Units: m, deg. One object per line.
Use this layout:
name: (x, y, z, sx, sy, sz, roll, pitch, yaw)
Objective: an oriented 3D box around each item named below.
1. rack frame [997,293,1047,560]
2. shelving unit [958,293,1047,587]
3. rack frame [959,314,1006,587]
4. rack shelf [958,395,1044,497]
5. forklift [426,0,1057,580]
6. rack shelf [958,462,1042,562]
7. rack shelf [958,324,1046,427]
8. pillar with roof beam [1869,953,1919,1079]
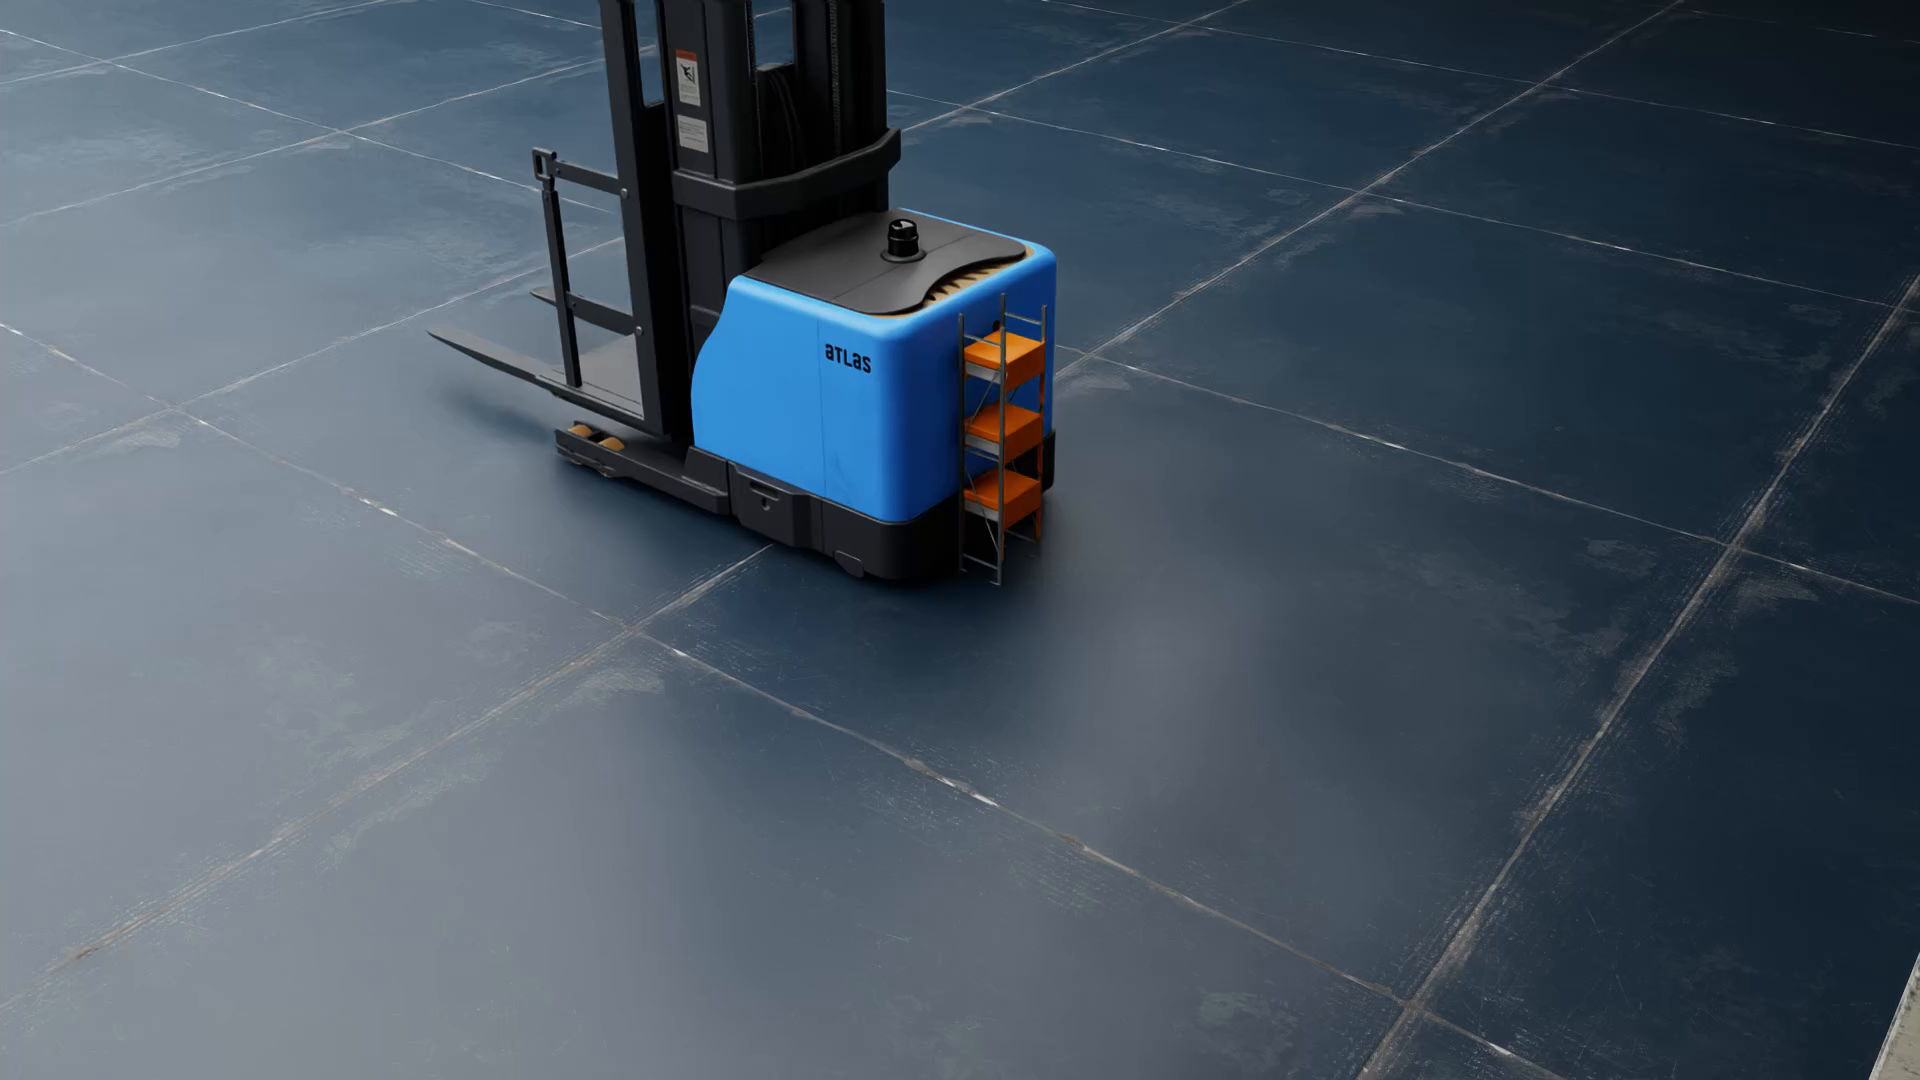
rack frame: (0.226, -0.407, 6.198, 0.200, 1.050, 0.008, 22, 37, 32)
shelving unit: (0.152, -0.357, 6.115, 0.215, 1.050, 0.252, 22, 37, 32)
rack frame: (0.077, -0.308, 6.032, 0.200, 1.050, 0.008, 22, 37, 32)
rack shelf: (0.152, -0.348, 6.120, 0.215, 0.259, 0.240, 22, 37, 32)
forklift: (-1.092, -1.712, 6.556, 3.031, 2.935, 1.130, 22, 37, 32)
rack shelf: (0.151, -0.109, 6.262, 0.215, 0.259, 0.240, 22, 37, 32)
rack shelf: (0.152, -0.592, 5.976, 0.215, 0.259, 0.240, 22, 37, 32)
pillar with roof beam: (-1.286, -3.587, 3.769, 9.100, 9.000, 0.400, 21, 37, 31)
